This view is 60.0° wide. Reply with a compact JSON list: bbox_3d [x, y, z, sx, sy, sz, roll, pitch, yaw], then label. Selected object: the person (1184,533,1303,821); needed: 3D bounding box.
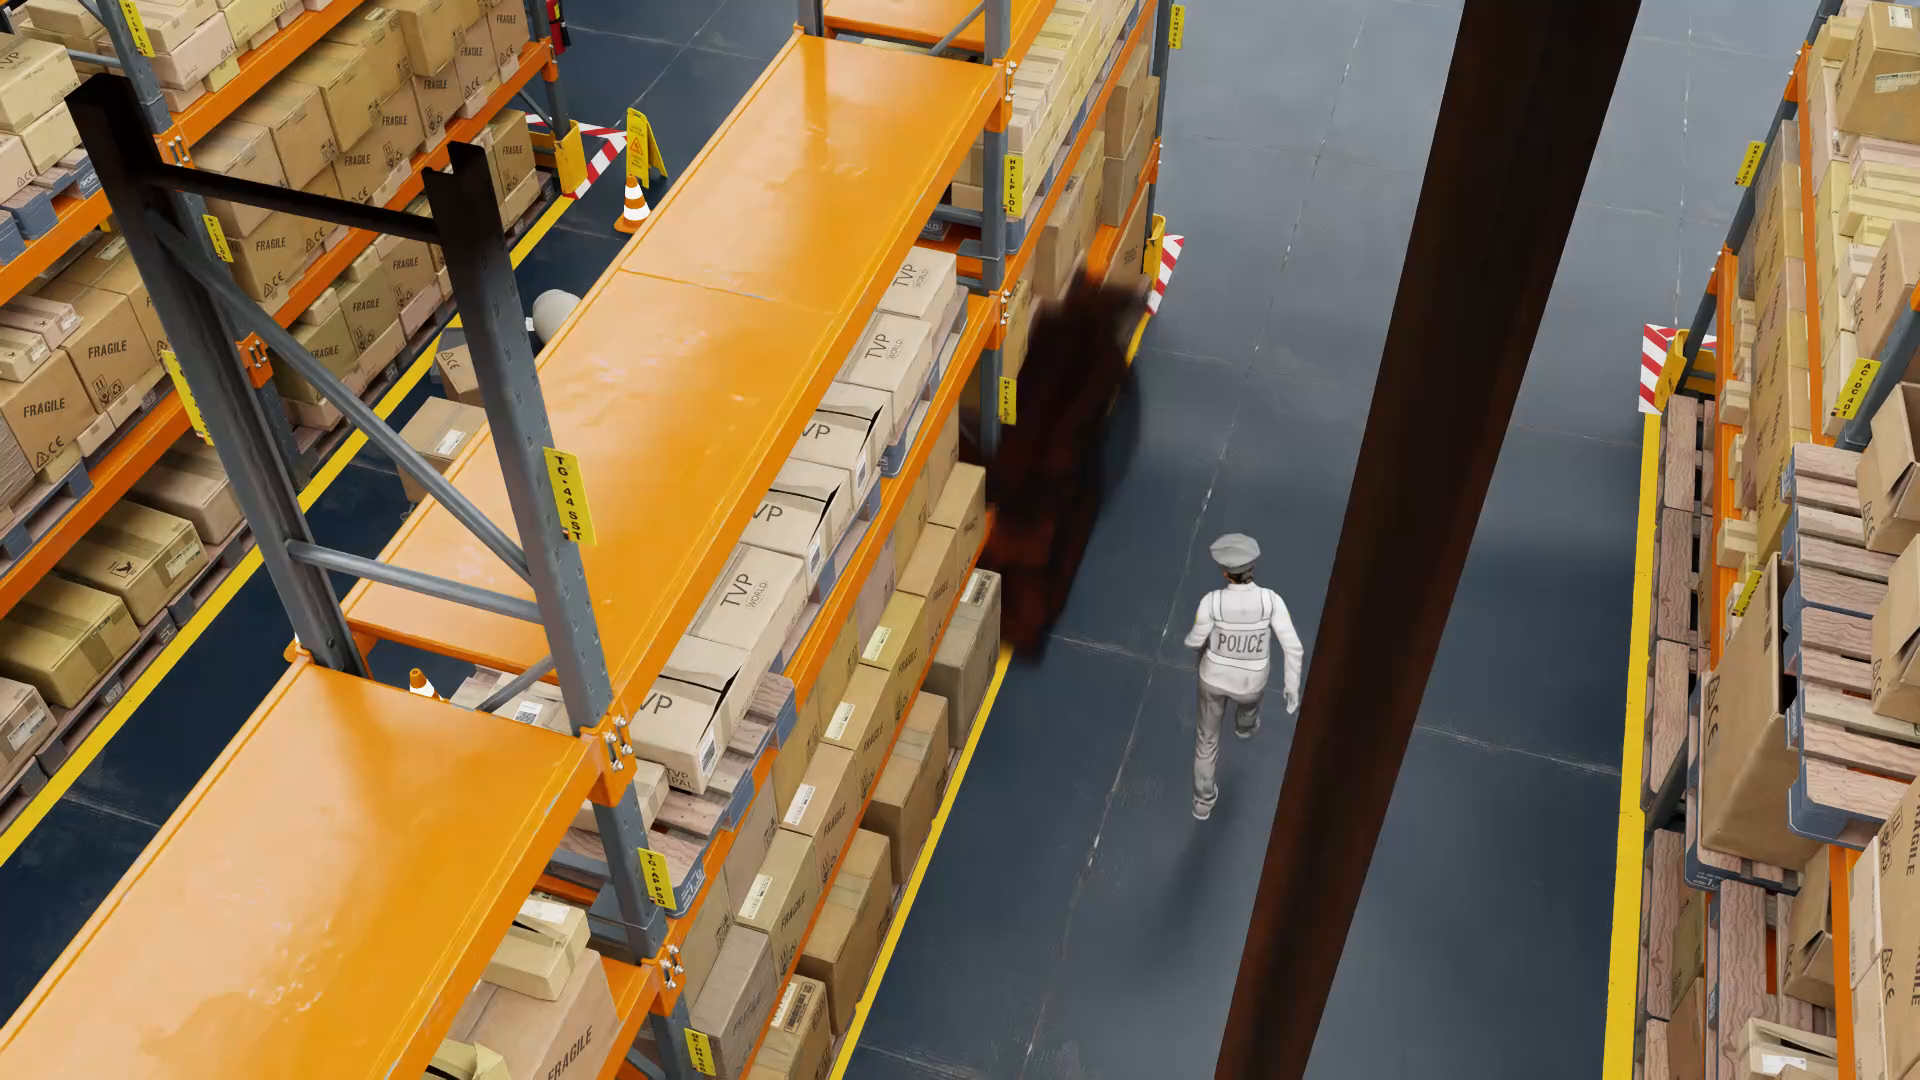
[{"bbox_3d":[1.506,0.735,8.918,0.652,1.634,0.913,14,47,13],"label":"person"}]
